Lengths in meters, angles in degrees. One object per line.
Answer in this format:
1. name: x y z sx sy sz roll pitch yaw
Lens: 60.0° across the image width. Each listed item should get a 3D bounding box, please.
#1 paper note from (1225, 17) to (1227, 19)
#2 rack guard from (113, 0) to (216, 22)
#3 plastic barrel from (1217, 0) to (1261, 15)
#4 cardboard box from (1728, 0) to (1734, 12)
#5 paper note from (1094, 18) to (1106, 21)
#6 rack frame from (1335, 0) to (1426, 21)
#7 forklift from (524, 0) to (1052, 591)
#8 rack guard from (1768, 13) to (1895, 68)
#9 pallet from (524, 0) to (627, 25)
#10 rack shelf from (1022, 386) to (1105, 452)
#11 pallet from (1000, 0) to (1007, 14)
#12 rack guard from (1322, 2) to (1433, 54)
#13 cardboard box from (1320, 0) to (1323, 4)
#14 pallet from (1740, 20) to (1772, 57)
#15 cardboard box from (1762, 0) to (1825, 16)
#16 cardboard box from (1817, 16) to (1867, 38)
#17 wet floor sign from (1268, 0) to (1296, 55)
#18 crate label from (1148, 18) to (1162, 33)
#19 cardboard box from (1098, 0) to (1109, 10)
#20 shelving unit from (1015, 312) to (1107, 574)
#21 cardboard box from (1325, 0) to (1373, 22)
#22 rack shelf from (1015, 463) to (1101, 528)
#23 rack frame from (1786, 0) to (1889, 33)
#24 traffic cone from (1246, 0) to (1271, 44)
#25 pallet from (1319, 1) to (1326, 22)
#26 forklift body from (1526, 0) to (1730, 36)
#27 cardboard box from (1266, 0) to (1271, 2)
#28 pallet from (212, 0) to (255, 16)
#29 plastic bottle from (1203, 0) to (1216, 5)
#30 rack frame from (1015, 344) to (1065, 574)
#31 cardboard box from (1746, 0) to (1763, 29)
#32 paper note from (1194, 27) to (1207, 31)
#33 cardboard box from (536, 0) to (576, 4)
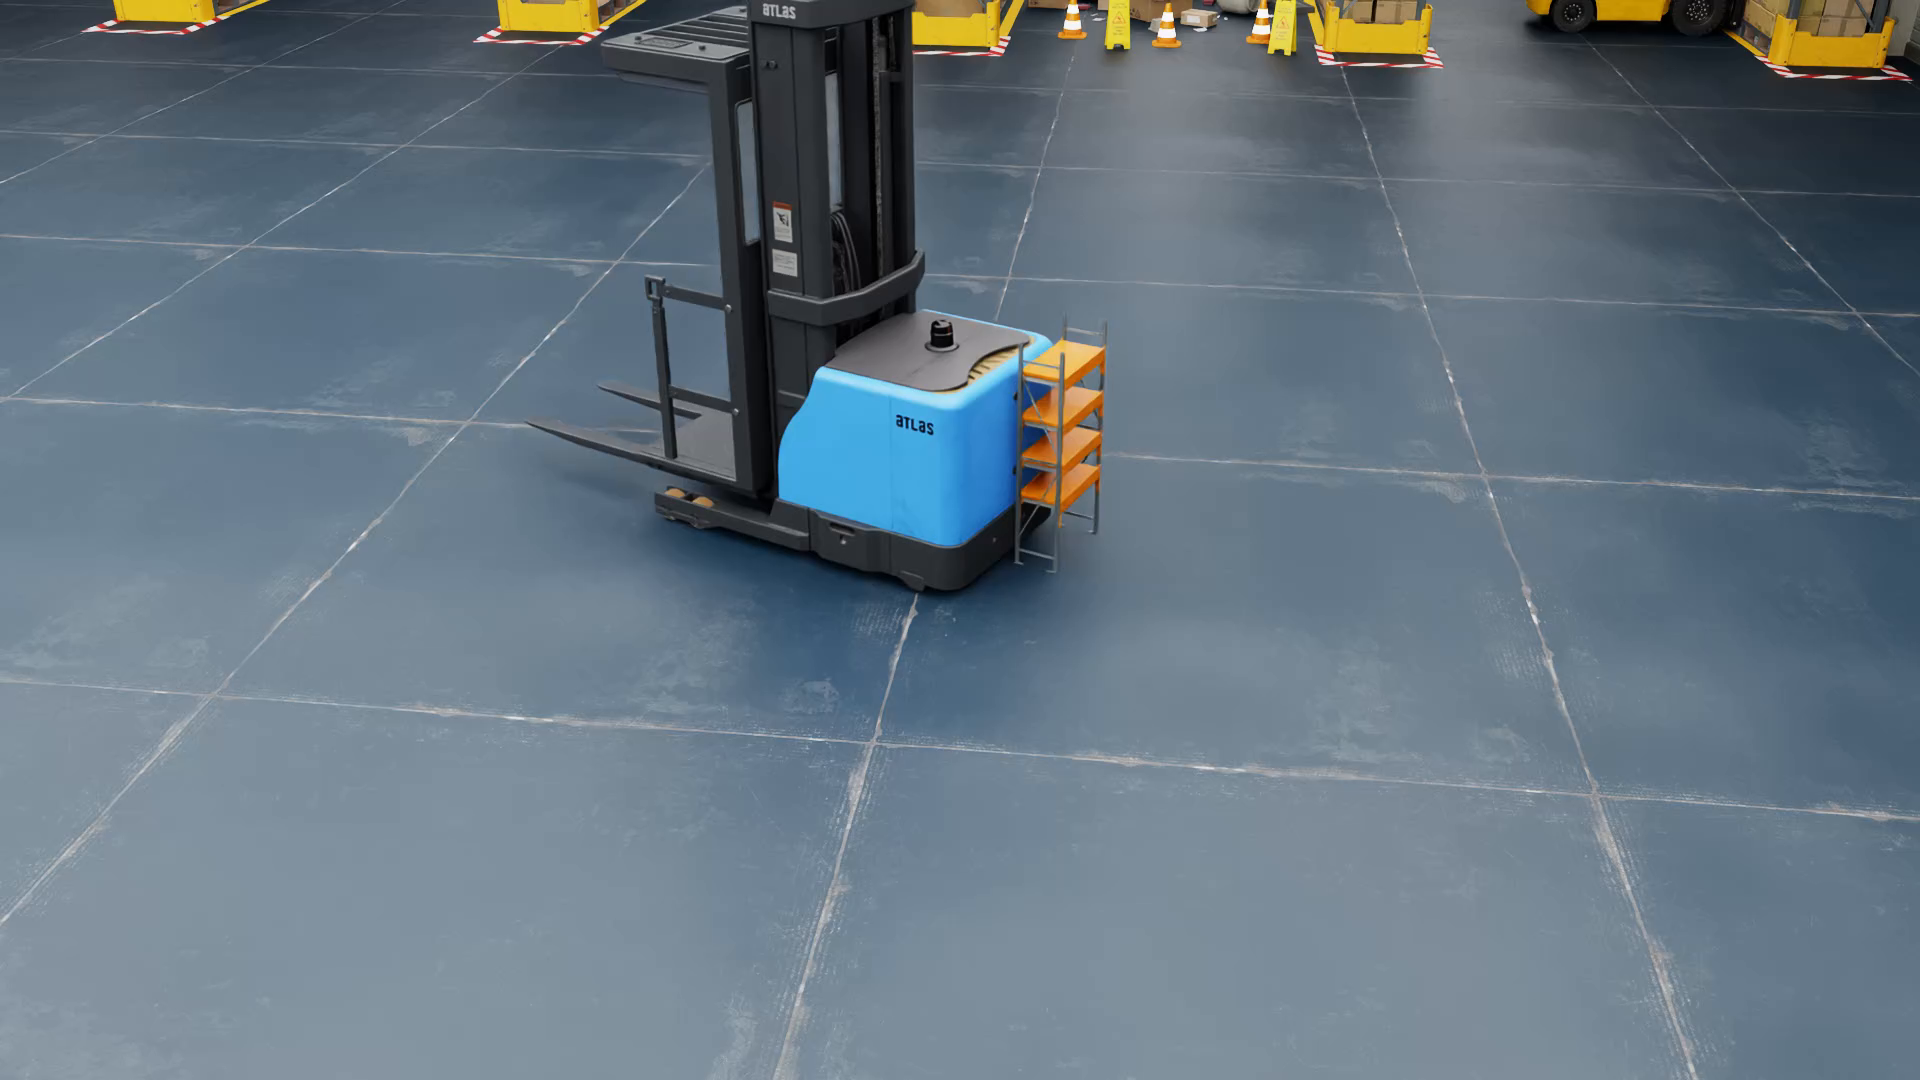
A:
1. paper note: 3.344 -6.561 20.918 0.032 0.001 0.123 3 28 6
2. rack guard: -9.985 -6.781 20.810 1.175 0.500 0.348 3 28 6
3. plastic barrel: 3.554 -6.905 21.121 0.421 0.421 0.512 -24 36 -37
4. cardboard box: 9.656 -6.621 20.333 0.500 0.250 0.500 4 29 8
5. paper note: 1.750 -6.531 20.843 0.144 0.017 0.142 14 31 24
6. rack frame: 4.803 -6.979 18.542 1.000 3.000 0.127 3 28 6
7. forklift: -1.043 -1.546 8.529 3.031 2.935 1.130 16 32 27
8. rack guard: 9.727 -5.581 18.582 1.175 0.500 0.348 3 28 6
9. pallet: -4.888 -6.744 21.045 1.003 0.211 1.213 3 28 6
10. rack shelf: 0.506 -0.623 8.311 0.258 0.148 0.480 14 32 25
11. pallet: 0.051 -6.945 21.419 1.003 0.211 1.213 3 28 6
12. rack guard: 4.813 -5.915 19.201 1.175 0.500 0.348 3 28 6
13. cardboard box: 4.765 -6.840 20.740 0.500 0.250 0.500 2 28 4
14. pallet: 9.782 -5.827 19.344 1.003 0.211 1.213 3 28 6
15. cardboard box: 9.480 -6.134 18.903 0.500 0.250 0.500 3 28 6
16. cardboard box: 9.984 -5.887 18.971 0.500 0.250 0.500 3 29 6
17. wet floor sign: 3.718 -5.916 19.050 0.267 0.644 0.232 14 31 24
18. crate label: 2.467 -6.275 20.252 0.250 0.136 0.298 -11 30 -20
19. cardboard box: 1.986 -6.982 21.431 0.396 0.266 0.258 8 29 15
20. shelving unit: 0.506 -0.485 8.385 0.258 1.200 0.503 14 32 25
21. cardboard box: 4.638 -6.361 19.851 0.500 0.250 0.500 3 28 6
22. rack shelf: 0.506 -0.251 8.512 0.258 0.148 0.480 14 32 25
23. rack frame: 9.730 -6.693 18.010 1.000 3.000 0.127 3 28 6
24. traffic cone: 3.576 -6.140 19.659 0.336 0.463 0.334 3 28 6
25. pallet: 5.099 -6.740 21.039 1.003 0.211 1.213 3 28 6
26. forklift body: 8.152 -7.318 20.065 2.313 2.155 1.214 3 28 6
27. cardboard box: 3.812 -7.337 21.840 0.500 0.500 0.500 -24 36 -37
28. pallet: -9.880 -7.036 21.588 1.003 0.211 1.213 3 28 6
29. plastic bottle: 3.274 -7.070 21.809 0.133 0.061 0.283 8 29 15
30. rack frame: 0.389 -0.383 8.197 0.240 1.200 0.015 14 32 25
31. cardboard box: 9.545 -6.140 19.441 0.500 0.250 0.500 3 28 6
32. paper note: 2.944 -6.233 20.287 0.148 0.019 0.142 -6 29 -11
33. cardboard box: -4.939 -6.933 20.648 0.500 0.500 0.500 9 30 16
